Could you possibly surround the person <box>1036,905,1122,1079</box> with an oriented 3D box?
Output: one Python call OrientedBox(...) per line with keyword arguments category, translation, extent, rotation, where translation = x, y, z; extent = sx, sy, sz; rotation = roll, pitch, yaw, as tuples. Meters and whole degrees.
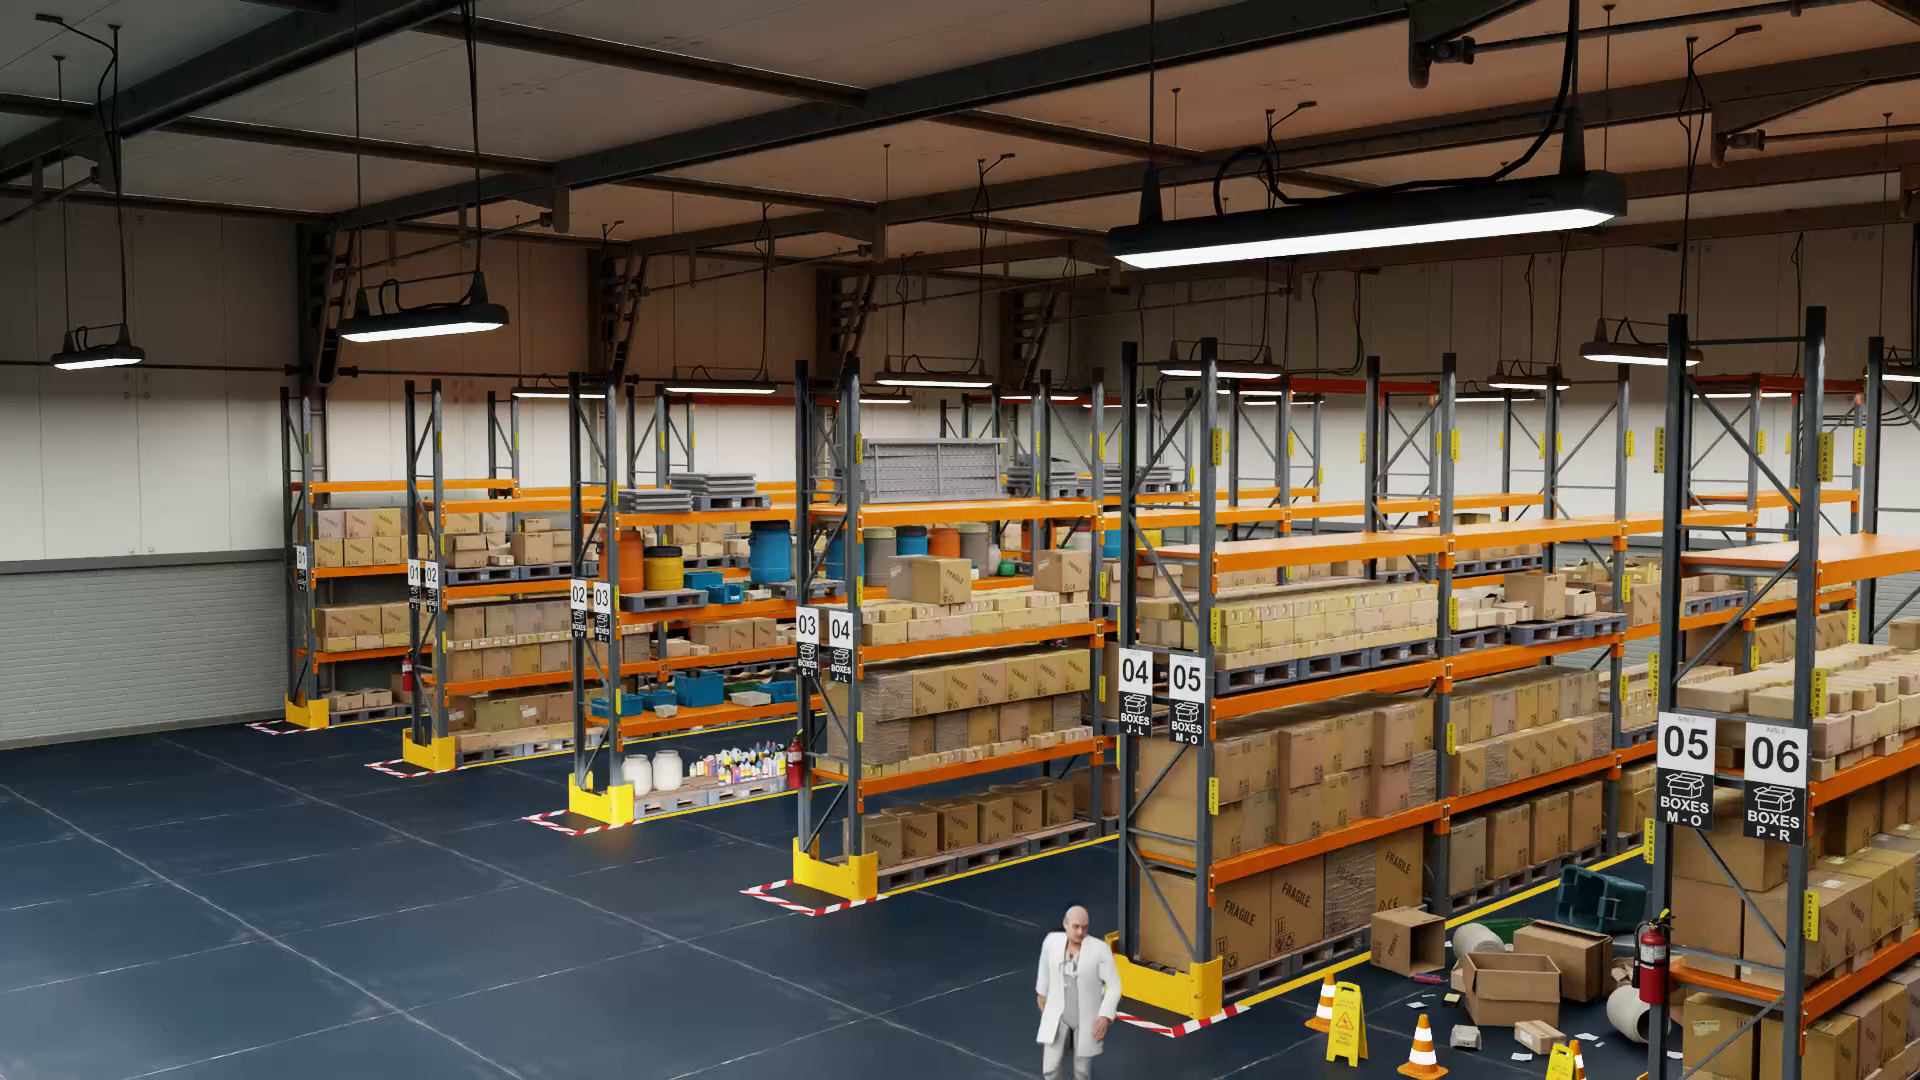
OrientedBox(category="person", translation=(0.842, 3.506, 12.139), extent=(0.698, 1.725, 0.817), rotation=(1, 4, 13))
